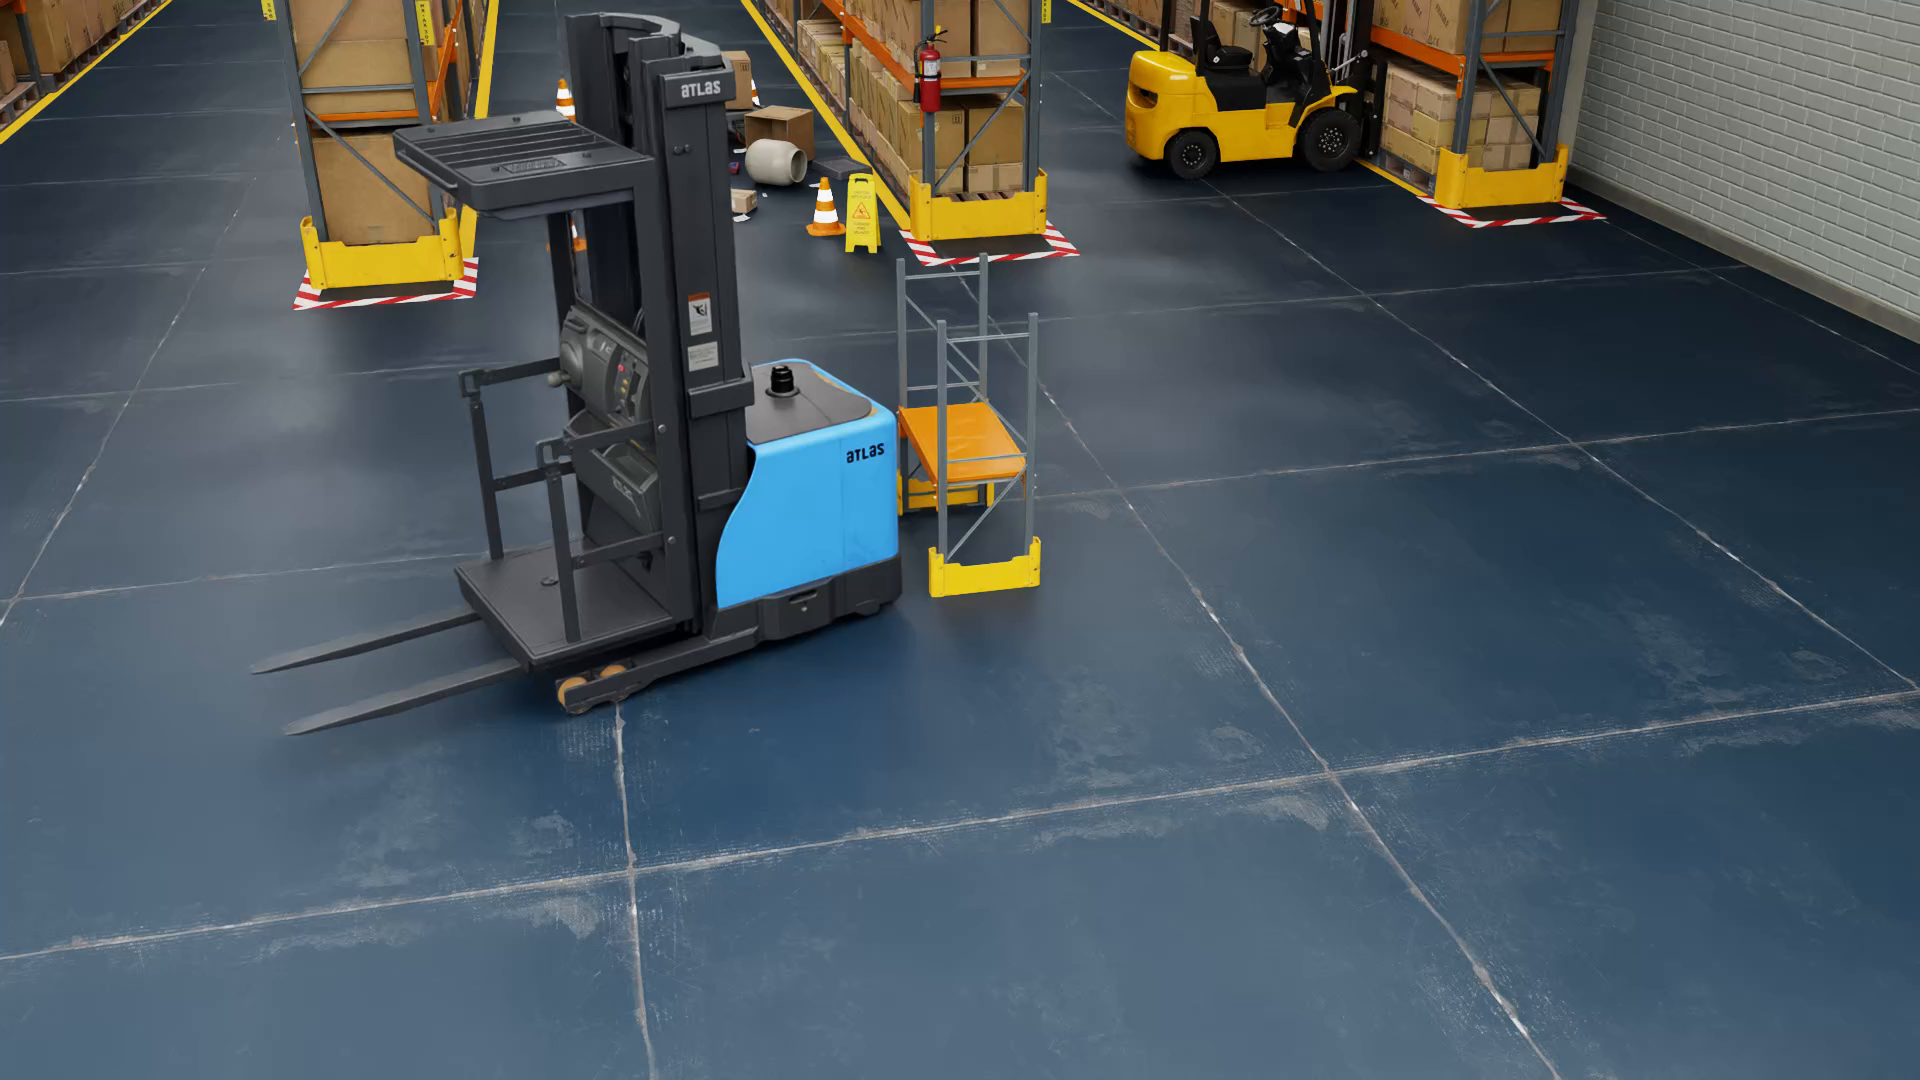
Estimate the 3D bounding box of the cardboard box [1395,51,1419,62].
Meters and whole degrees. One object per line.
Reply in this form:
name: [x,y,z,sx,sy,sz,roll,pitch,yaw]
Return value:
cardboard box: [4.762,-4.821,16.949,0.500,0.250,0.500,-6,27,-13]

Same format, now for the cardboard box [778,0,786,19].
cardboard box: [-2.098,-7.861,23.388,0.875,0.875,0.875,-5,27,-10]

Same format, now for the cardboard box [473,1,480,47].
cardboard box: [-6.453,-6.607,21.320,0.500,0.500,0.500,-6,27,-11]

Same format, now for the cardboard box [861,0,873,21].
cardboard box: [-0.660,-5.286,15.953,0.500,0.500,0.500,-6,27,-12]

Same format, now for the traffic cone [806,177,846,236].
traffic cone: [-1.176,-2.939,14.560,0.336,0.463,0.334,-6,27,-12]

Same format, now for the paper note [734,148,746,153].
paper note: [-2.267,-4.039,17.217,0.148,0.019,0.142,-6,27,-12]

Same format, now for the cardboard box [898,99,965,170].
cardboard box: [-0.257,-3.634,14.874,0.500,0.500,0.500,-6,27,-11]

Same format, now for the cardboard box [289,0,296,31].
cardboard box: [-4.882,-4.415,13.303,0.875,0.550,0.550,-6,27,-12]

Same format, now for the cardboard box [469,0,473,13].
cardboard box: [-6.345,-6.713,20.696,0.500,0.250,0.500,-7,28,-14]

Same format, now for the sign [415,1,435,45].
sign: [-4.080,-3.942,12.683,0.100,0.325,0.005,-6,27,-12]

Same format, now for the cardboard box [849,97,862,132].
cardboard box: [-0.854,-4.443,17.310,0.500,0.250,0.500,-7,28,-14]

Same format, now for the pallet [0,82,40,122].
pallet: [-11.106,-4.932,18.786,1.003,0.211,1.213,-6,27,-12]

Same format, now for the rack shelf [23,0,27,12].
rack shelf: [-11.731,-7.076,20.740,1.077,0.370,4.000,-6,27,-12]

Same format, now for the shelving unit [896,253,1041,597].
shelving unit: [0.017,-0.636,8.846,0.587,1.500,1.083,-6,27,-12]

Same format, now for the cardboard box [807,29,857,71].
cardboard box: [-1.334,-5.968,20.196,0.950,0.372,0.625,-6,27,-13]

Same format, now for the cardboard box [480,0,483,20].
cardboard box: [-6.915,-7.507,23.103,0.500,0.500,0.500,-6,27,-13]

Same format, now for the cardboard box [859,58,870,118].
cardboard box: [-0.722,-4.544,16.678,0.500,0.500,0.500,-5,27,-10]

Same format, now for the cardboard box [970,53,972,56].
cardboard box: [0.232,-4.181,14.484,0.380,0.149,0.250,-6,27,-11]

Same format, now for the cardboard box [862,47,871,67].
cardboard box: [-0.767,-4.781,16.428,0.380,0.149,0.250,-5,27,-10]

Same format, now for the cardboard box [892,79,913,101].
cardboard box: [-0.405,-4.078,15.033,0.380,0.149,0.250,-5,27,-10]

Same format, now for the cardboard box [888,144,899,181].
cardboard box: [-0.376,-3.530,15.500,0.500,0.250,0.500,-6,27,-11]

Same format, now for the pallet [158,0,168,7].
pallet: [-12.827,-8.444,25.745,1.003,0.211,1.213,-6,27,-12]

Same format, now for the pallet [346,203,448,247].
pallet: [-4.879,-2.565,14.098,1.003,0.211,1.213,-6,27,-12]

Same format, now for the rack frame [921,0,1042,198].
rack frame: [0.177,-4.014,13.874,1.000,3.000,0.127,-6,27,-12]

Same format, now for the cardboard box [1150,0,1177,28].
cardboard box: [2.905,-7.267,22.627,0.500,0.500,0.500,-5,27,-10]

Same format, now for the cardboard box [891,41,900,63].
cardboard box: [-0.405,-4.369,14.856,0.380,0.149,0.250,-5,27,-11]

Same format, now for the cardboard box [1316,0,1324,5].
cardboard box: [4.090,-5.872,17.444,0.500,0.500,0.500,-5,27,-11]

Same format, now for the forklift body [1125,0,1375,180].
forklift body: [2.808,-4.788,16.349,2.313,2.155,1.214,-6,27,-12]

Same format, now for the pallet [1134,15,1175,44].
pallet: [3.078,-7.118,23.119,1.003,0.211,1.213,-6,27,-12]

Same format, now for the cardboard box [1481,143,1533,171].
cardboard box: [5.092,-3.715,15.867,0.500,0.250,0.500,-6,27,-11]

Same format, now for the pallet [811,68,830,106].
pallet: [-1.179,-5.403,19.721,1.003,0.211,1.213,-6,27,-12]

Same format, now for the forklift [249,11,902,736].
forklift: [-1.807,-0.779,7.541,3.031,2.935,1.130,-17,31,-30]

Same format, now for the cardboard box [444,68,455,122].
cardboard box: [-5.751,-4.669,17.203,1.050,0.750,0.750,-6,27,-12]

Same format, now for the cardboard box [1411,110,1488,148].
cardboard box: [4.598,-3.885,15.648,0.500,0.250,0.500,-6,27,-12]

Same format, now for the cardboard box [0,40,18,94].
cardboard box: [-11.110,-5.308,18.723,0.700,0.500,0.500,-7,28,-14]

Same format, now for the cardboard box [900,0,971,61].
cardboard box: [-0.213,-4.402,14.201,0.500,0.500,0.500,-6,27,-13]

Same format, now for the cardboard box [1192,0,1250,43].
cardboard box: [3.492,-6.598,21.162,0.875,0.625,0.625,-5,27,-10]

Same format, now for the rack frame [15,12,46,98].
rack frame: [-11.281,-6.520,18.838,1.000,3.000,0.127,-6,27,-12]

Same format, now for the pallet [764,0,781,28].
pallet: [-2.280,-7.706,24.283,1.003,0.211,1.213,-6,27,-12]

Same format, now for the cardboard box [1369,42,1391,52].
cardboard box: [4.143,-4.995,17.293,0.500,0.250,0.500,-5,27,-10]

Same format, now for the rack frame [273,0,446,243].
rack frame: [-4.622,-3.467,12.790,1.000,3.000,0.127,-6,27,-12]

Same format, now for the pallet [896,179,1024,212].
pallet: [0.012,-3.163,15.282,1.003,0.211,1.213,-6,27,-12]

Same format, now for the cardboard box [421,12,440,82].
cardboard box: [-4.899,-4.190,14.056,0.875,0.550,0.550,-6,27,-12]

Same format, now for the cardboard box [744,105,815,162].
cardboard box: [-1.808,-4.047,16.710,0.500,0.500,0.500,13,30,24]

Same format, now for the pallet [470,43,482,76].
pallet: [-6.600,-6.077,21.056,1.003,0.211,1.213,-6,27,-12]

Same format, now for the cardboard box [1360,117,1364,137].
cardboard box: [4.253,-4.319,17.064,0.500,0.250,0.500,-5,27,-10]

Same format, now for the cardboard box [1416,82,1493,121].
cardboard box: [4.605,-4.096,15.513,0.500,0.250,0.500,-5,27,-10]

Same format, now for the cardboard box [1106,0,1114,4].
cardboard box: [2.436,-8.172,24.419,0.500,0.500,0.500,-7,28,-13]

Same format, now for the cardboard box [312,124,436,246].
cardboard box: [-4.840,-2.997,13.750,0.875,0.875,0.875,-6,27,-11]

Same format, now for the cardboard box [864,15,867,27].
cardboard box: [-0.747,-5.156,16.414,0.380,0.149,0.250,-5,27,-10]

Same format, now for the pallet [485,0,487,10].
pallet: [-7.791,-8.318,25.496,1.003,0.211,1.213,-6,27,-12]

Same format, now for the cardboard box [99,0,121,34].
cardboard box: [-12.018,-7.236,22.148,1.225,0.875,0.875,-6,27,-11]

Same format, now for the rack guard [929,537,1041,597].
rack guard: [0.129,0.140,8.694,0.587,0.250,0.087,-6,27,-12]

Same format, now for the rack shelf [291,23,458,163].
rack shelf: [-5.073,-4.024,14.691,1.077,0.370,4.000,-6,27,-12]

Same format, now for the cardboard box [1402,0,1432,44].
cardboard box: [4.538,-4.982,15.681,0.500,0.500,0.500,-5,27,-10]
